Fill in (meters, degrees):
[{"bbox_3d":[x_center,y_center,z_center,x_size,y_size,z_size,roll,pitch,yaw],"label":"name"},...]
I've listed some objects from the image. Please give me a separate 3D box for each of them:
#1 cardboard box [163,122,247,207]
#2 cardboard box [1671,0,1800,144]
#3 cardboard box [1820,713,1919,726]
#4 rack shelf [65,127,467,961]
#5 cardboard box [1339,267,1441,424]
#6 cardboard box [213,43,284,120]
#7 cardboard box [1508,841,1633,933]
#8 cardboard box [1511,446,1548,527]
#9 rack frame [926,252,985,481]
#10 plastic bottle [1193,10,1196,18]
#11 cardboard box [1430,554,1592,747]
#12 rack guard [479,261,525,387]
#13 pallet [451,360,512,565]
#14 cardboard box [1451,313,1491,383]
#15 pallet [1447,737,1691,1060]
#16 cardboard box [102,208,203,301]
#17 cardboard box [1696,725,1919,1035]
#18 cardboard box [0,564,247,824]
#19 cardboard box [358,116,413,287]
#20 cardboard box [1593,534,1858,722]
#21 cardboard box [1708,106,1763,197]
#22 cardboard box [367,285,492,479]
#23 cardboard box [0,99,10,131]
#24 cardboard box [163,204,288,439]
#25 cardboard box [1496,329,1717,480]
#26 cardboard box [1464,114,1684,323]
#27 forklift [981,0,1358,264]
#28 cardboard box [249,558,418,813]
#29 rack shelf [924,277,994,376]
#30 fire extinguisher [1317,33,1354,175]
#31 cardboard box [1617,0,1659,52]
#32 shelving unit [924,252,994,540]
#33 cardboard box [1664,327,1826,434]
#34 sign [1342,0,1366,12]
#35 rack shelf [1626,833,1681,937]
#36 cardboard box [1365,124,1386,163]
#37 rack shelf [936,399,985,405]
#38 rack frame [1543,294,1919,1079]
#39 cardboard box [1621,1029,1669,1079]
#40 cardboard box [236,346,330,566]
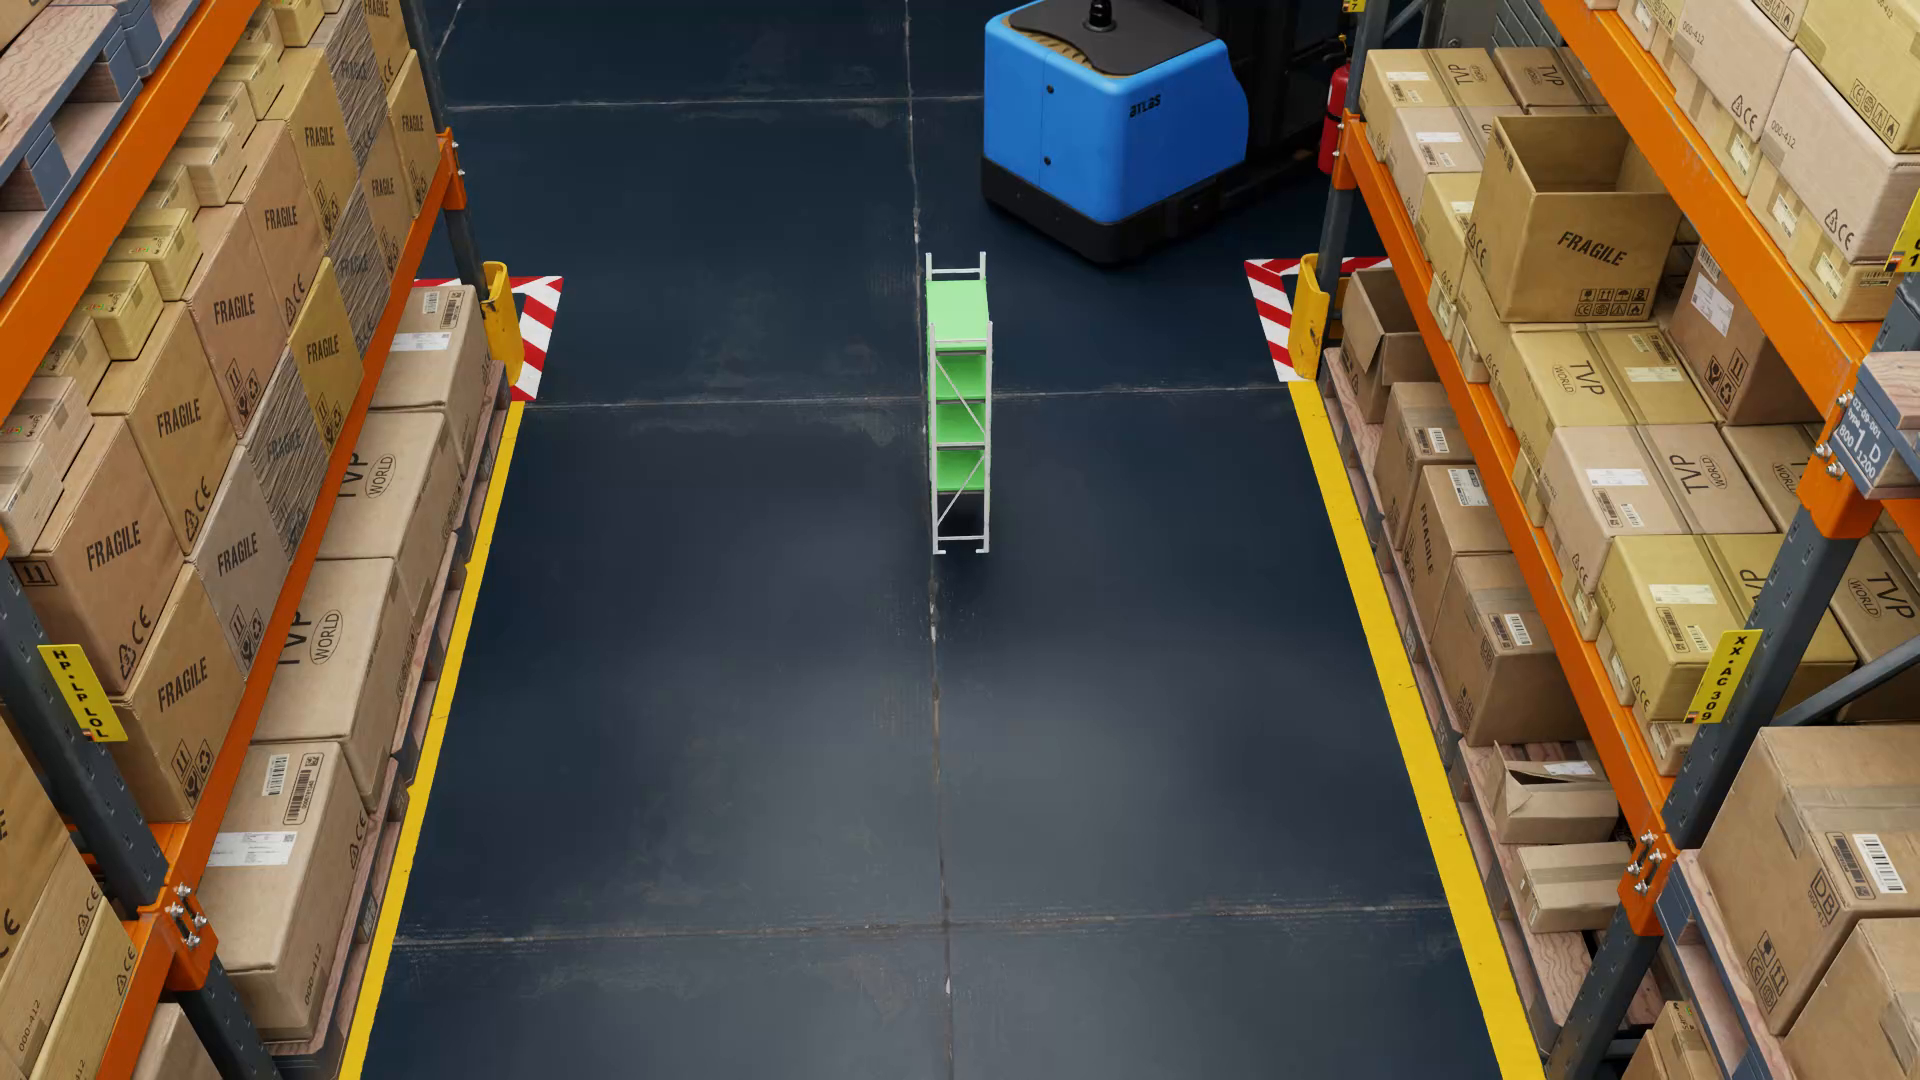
[{"bbox_3d":[-2.369,-1.117,4.955,0.380,0.149,0.250,-2,43,-2],"label":"cardboard box"},{"bbox_3d":[2.087,-1.197,4.007,0.500,0.250,0.500,-3,43,-3],"label":"cardboard box"},{"bbox_3d":[2.649,0.490,4.682,0.380,0.149,0.250,-2,43,-2],"label":"cardboard box"},{"bbox_3d":[-2.654,-0.308,5.899,1.077,0.370,4.000,-2,43,-2],"label":"rack shelf"},{"bbox_3d":[2.151,-0.887,7.535,0.797,0.503,0.637,-3,43,-3],"label":"cardboard box"},{"bbox_3d":[-2.415,-1.472,5.342,0.380,0.149,0.250,-1,43,-1],"label":"cardboard box"},{"bbox_3d":[2.073,1.160,5.563,0.380,0.149,0.250,-3,43,-3],"label":"cardboard box"},{"bbox_3d":[2.033,-0.183,5.416,0.380,0.149,0.250,-2,43,-2],"label":"cardboard box"},{"bbox_3d":[-0.017,-0.719,7.146,0.240,1.200,0.015,-2,43,-2],"label":"rack frame"},{"bbox_3d":[-7.727,2.707,3.005,19.688,1.306,14.218,-4,43,-5],"label":"plastic bottle"},{"bbox_3d":[2.193,0.393,6.141,0.700,0.500,0.500,-3,43,-3],"label":"cardboard box"},{"bbox_3d":[-2.740,-1.018,7.991,1.175,0.500,0.348,-2,43,-2],"label":"rack guard"},{"bbox_3d":[-2.627,-0.358,7.484,1.003,0.211,1.213,-2,43,-2],"label":"pallet"},{"bbox_3d":[1.997,-0.698,5.977,0.380,0.149,0.250,-1,43,-1],"label":"cardboard box"},{"bbox_3d":[2.362,1.196,5.789,1.003,0.211,1.213,-2,43,-2],"label":"pallet"},{"bbox_3d":[-2.335,-0.782,4.589,0.380,0.149,0.250,-3,43,-3],"label":"cardboard box"},{"bbox_3d":[2.187,0.773,3.802,0.700,0.500,0.500,-1,43,-1],"label":"cardboard box"},{"bbox_3d":[-2.327,0.416,4.503,0.500,0.500,0.500,0,43,0],"label":"cardboard box"},{"bbox_3d":[-2.448,-1.303,6.378,0.500,0.500,0.500,-2,43,-3],"label":"cardboard box"},{"bbox_3d":[2.125,0.241,4.658,0.500,0.250,0.500,-1,43,-1],"label":"cardboard box"},{"bbox_3d":[2.070,-0.962,4.046,0.380,0.149,0.250,0,43,0],"label":"cardboard box"},{"bbox_3d":[-2.611,-0.691,7.369,0.875,0.438,0.875,-3,43,-3],"label":"cardboard box"},{"bbox_3d":[-2.384,-0.961,3.399,0.500,0.500,0.500,-1,43,-1],"label":"cardboard box"},{"bbox_3d":[-2.373,-0.644,4.919,0.500,0.500,0.500,-1,43,-1],"label":"cardboard box"},{"bbox_3d":[2.081,-0.434,5.395,0.500,0.250,0.500,-2,43,-2],"label":"cardboard box"},{"bbox_3d":[2.034,-1.073,5.536,0.500,0.500,0.500,-1,43,-1],"label":"cardboard box"},{"bbox_3d":[-2.552,-2.686,8.076,10.555,2.843,4.995,-30,50,-29],"label":"forklift"},{"bbox_3d":[-2.527,0.535,6.032,0.875,0.438,0.875,-3,43,-3],"label":"cardboard box"},{"bbox_3d":[-0.007,-0.861,6.685,0.258,0.148,0.480,-2,43,-2],"label":"rack shelf"},{"bbox_3d":[1.752,-1.989,7.533,0.296,0.674,0.183,-2,43,-2],"label":"fire extinguisher"},{"bbox_3d":[2.065,-1.480,4.610,0.380,0.149,0.250,-1,43,-1],"label":"cardboard box"},{"bbox_3d":[-6.231,2.361,3.786,13.061,1.200,8.595,-2,43,-2],"label":"shelving unit"},{"bbox_3d":[2.591,-0.451,5.413,0.500,0.250,0.500,-1,43,-1],"label":"cardboard box"},{"bbox_3d":[1.678,-2.372,6.977,0.100,0.325,0.005,-2,43,-2],"label":"sign"},{"bbox_3d":[2.475,2.247,3.111,1.077,0.370,4.000,-2,43,-2],"label":"rack shelf"},{"bbox_3d":[1.960,-1.746,7.121,0.380,0.149,0.250,-2,43,-2],"label":"cardboard box"},{"bbox_3d":[-0.007,-0.705,6.828,0.199,0.029,0.442,-2,43,-2],"label":"rack shelf"},{"bbox_3d":[2.390,0.632,4.341,1.000,3.000,0.127,-2,43,-2],"label":"rack frame"},{"bbox_3d":[2.186,1.732,4.680,0.500,0.500,0.500,0,43,0],"label":"cardboard box"},{"bbox_3d":[-2.359,-0.260,5.240,0.500,0.500,0.500,-1,43,-2],"label":"cardboard box"}]
